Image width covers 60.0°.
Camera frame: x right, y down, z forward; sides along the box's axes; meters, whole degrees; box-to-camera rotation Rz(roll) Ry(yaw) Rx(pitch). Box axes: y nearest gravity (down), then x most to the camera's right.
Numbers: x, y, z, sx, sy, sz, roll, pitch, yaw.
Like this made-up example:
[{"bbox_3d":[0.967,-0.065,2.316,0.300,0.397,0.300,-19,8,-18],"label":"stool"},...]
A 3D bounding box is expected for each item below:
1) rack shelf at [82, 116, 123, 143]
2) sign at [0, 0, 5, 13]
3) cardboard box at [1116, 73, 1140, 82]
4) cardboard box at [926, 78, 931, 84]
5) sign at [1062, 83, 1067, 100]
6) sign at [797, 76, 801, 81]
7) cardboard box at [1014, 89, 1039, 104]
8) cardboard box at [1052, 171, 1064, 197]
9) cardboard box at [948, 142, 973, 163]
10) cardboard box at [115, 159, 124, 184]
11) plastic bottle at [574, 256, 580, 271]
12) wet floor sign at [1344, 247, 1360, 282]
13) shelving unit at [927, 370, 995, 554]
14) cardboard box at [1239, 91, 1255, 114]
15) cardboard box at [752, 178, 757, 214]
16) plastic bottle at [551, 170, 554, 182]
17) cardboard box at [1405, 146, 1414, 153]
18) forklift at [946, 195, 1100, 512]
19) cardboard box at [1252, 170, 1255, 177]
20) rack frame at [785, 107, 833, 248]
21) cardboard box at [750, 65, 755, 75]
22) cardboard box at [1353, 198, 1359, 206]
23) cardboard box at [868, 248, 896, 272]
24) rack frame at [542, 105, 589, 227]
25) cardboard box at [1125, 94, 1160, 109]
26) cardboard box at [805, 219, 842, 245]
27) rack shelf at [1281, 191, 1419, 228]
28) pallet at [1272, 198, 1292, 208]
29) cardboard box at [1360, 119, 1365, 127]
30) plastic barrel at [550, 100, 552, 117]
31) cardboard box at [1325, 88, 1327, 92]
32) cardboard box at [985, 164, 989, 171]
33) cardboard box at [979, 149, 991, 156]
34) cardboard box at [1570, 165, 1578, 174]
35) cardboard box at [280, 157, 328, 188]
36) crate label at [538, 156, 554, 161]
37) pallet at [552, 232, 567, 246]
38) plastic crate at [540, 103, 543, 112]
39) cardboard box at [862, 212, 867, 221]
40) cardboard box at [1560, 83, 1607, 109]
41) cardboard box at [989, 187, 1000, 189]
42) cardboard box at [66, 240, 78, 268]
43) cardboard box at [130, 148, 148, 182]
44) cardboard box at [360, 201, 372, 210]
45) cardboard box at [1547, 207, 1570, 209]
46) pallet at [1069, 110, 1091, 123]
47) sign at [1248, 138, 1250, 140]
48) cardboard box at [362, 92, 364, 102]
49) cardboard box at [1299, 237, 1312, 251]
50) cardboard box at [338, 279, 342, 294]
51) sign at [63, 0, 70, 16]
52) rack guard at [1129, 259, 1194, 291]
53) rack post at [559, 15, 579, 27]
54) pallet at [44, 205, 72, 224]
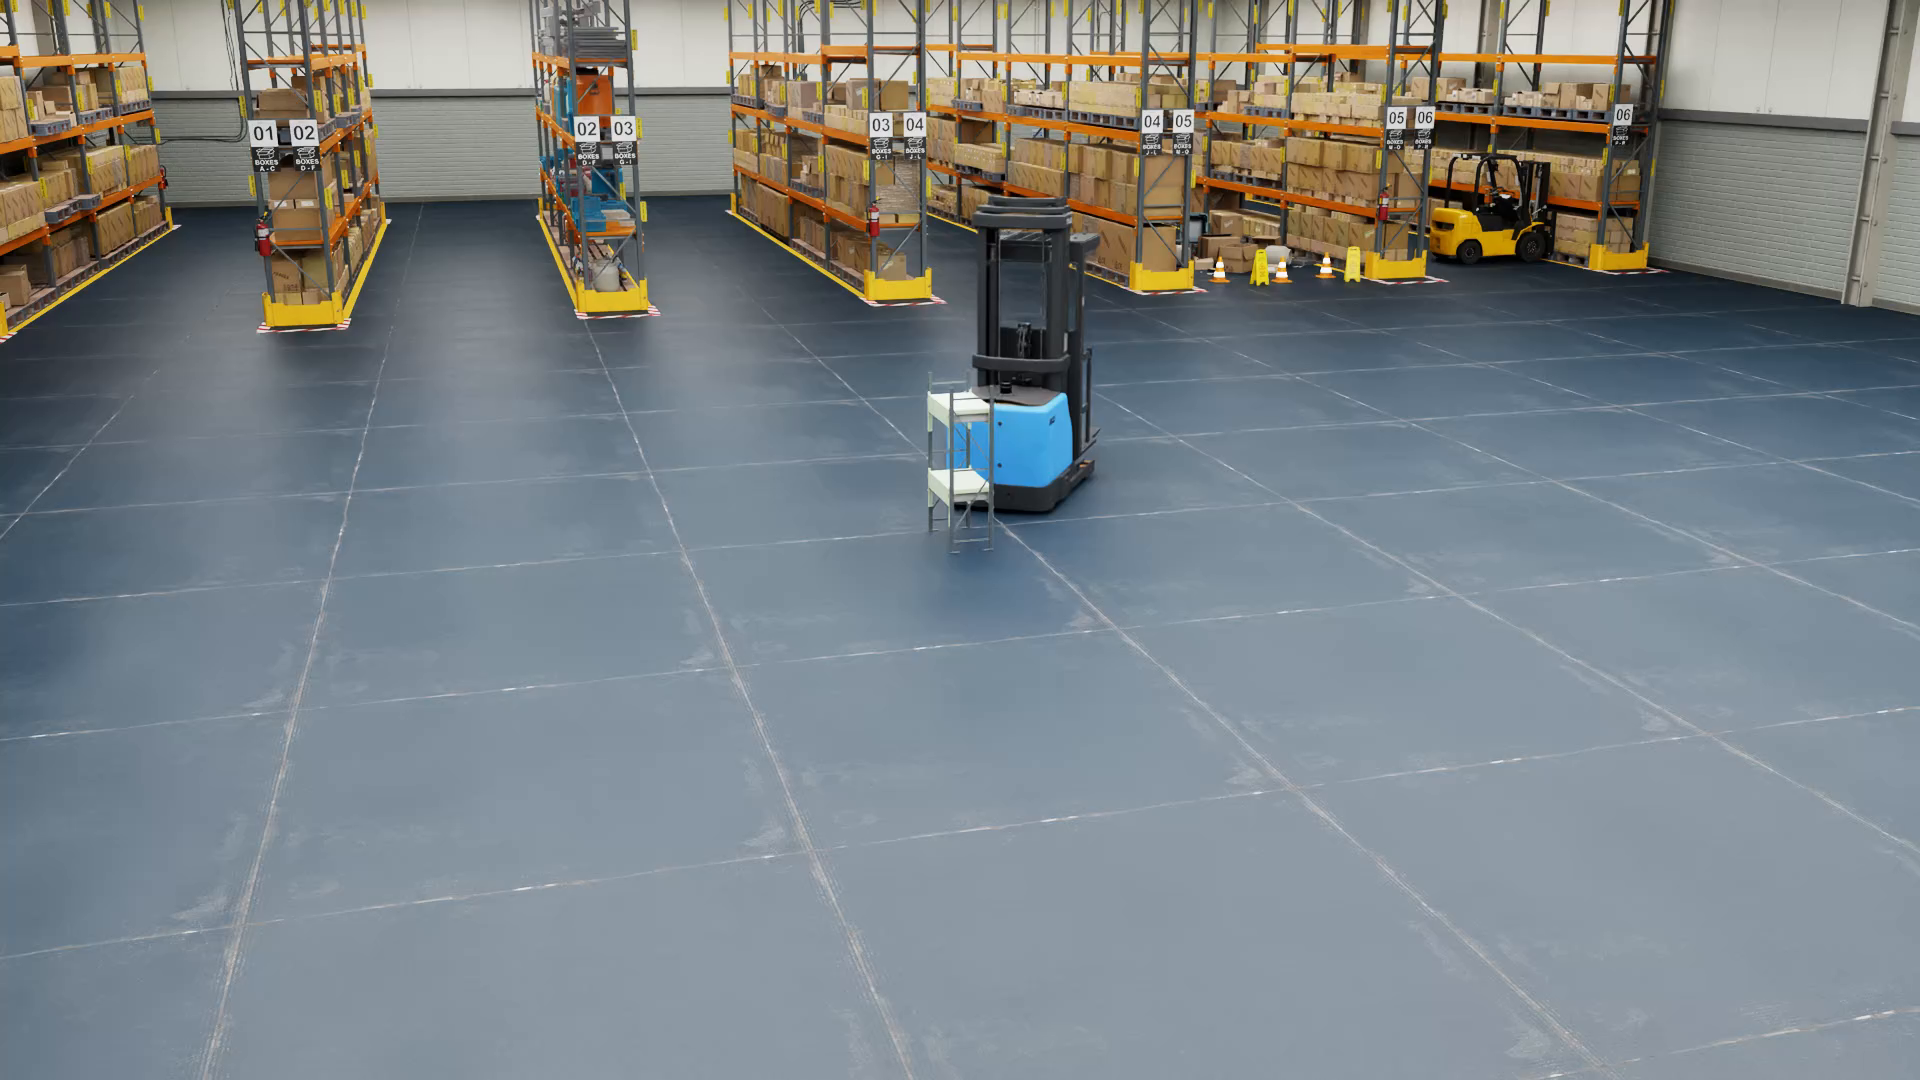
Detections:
[{"bbox_3d":[-18.118,-8.416,34.089,1.077,0.370,4.000,-5,17,-15],"label":"rack shelf"},{"bbox_3d":[-18.101,-10.122,31.406,0.100,0.325,0.005,-5,17,-15],"label":"sign"},{"bbox_3d":[4.459,-12.106,44.045,0.500,0.500,0.500,-4,17,-14],"label":"cardboard box"},{"bbox_3d":[-0.689,-11.990,43.436,0.380,0.149,0.250,-4,17,-14],"label":"cardboard box"},{"bbox_3d":[2.096,-8.992,33.313,0.100,0.325,0.005,-5,17,-15],"label":"sign"},{"bbox_3d":[-3.861,-10.932,39.771,0.100,0.325,0.005,-5,17,-15],"label":"sign"},{"bbox_3d":[1.503,-9.735,36.481,0.500,0.311,0.500,-5,17,-15],"label":"cardboard box"},{"bbox_3d":[2.215,-7.374,34.411,0.500,0.500,0.500,-5,17,-16],"label":"cardboard box"},{"bbox_3d":[0.012,-9.718,41.696,0.500,0.500,0.500,-5,17,-15],"label":"cardboard box"},{"bbox_3d":[-18.149,-7.829,35.373,0.500,0.500,0.500,-5,17,-15],"label":"cardboard box"},{"bbox_3d":[-7.069,-5.081,30.791,0.144,0.351,0.185,-5,18,-18],"label":"plastic bottle"},{"bbox_3d":[7.469,-5.251,31.610,0.267,0.644,0.232,1,17,4],"label":"wet floor sign"},{"bbox_3d":[0.002,-0.716,15.028,0.431,1.500,0.755,-5,17,-15],"label":"shelving unit"},{"bbox_3d":[6.694,-9.795,37.252,0.797,0.503,0.637,-5,17,-15],"label":"cardboard box"},{"bbox_3d":[-4.732,-8.673,41.873,0.875,0.875,0.875,-5,17,-15],"label":"cardboard box"},{"bbox_3d":[-9.275,-8.305,37.908,0.097,0.271,0.097,0,17,0],"label":"plastic bottle"},{"bbox_3d":[10.823,-9.369,39.926,0.380,0.149,0.250,-4,17,-14],"label":"cardboard box"},{"bbox_3d":[0.784,-2.058,17.007,1.130,2.935,3.031,5,18,17],"label":"forklift"},{"bbox_3d":[6.673,-8.107,36.732,0.380,0.149,0.250,-5,17,-15],"label":"cardboard box"},{"bbox_3d":[-3.281,-7.945,36.487,1.000,3.000,0.127,-5,17,-15],"label":"rack frame"},{"bbox_3d":[-4.934,-11.691,41.362,0.500,0.250,0.500,-5,18,-17],"label":"cardboard box"},{"bbox_3d":[7.911,-6.616,32.498,0.380,0.149,0.250,-5,17,-16],"label":"cardboard box"},{"bbox_3d":[-1.435,-5.073,30.540,0.500,0.500,0.500,0,17,-1],"label":"cardboard box"},{"bbox_3d":[-9.142,-8.660,38.866,1.000,3.000,0.127,-5,17,-15],"label":"rack frame"},{"bbox_3d":[3.311,-7.966,30.182,0.500,0.250,0.500,-4,17,-15],"label":"cardboard box"},{"bbox_3d":[-2.913,-6.623,35.664,0.700,0.500,0.500,-6,18,-20],"label":"cardboard box"},{"bbox_3d":[7.896,-6.725,33.673,1.077,0.370,4.000,-5,17,-15],"label":"rack shelf"},{"bbox_3d":[9.393,-9.421,46.248,1.003,0.211,1.213,-5,17,-15],"label":"pallet"},{"bbox_3d":[7.939,-8.051,32.062,0.380,0.149,0.250,-4,17,-14],"label":"cardboard box"},{"bbox_3d":[-8.252,-8.934,34.369,0.421,0.512,0.421,0,17,0],"label":"plastic barrel"},{"bbox_3d":[9.657,-11.606,42.991,0.380,0.149,0.250,-5,17,-15],"label":"cardboard box"},{"bbox_3d":[0.801,-8.630,38.474,0.380,0.149,0.250,-4,17,-14],"label":"cardboard box"},{"bbox_3d":[0.664,-9.057,38.861,0.380,0.149,0.250,-5,17,-15],"label":"cardboard box"},{"bbox_3d":[12.684,-7.556,33.890,0.380,0.149,0.250,-5,17,-16],"label":"cardboard box"},{"bbox_3d":[-11.303,-6.325,28.665,0.700,0.500,0.500,-5,17,-15],"label":"cardboard box"},{"bbox_3d":[-10.490,-9.621,42.251,0.416,0.233,0.303,-5,17,-15],"label":"crate label"},{"bbox_3d":[-8.632,-6.770,37.421,1.003,0.211,1.213,-5,17,-15],"label":"pallet"},{"bbox_3d":[-9.550,-10.089,38.776,0.450,0.188,0.662,-5,17,-15],"label":"plastic crate"},{"bbox_3d":[-1.546,-5.809,29.811,0.380,0.149,0.250,-5,17,-15],"label":"cardboard box"},{"bbox_3d":[12.676,-9.037,33.830,0.700,0.500,0.500,-5,17,-15],"label":"cardboard box"},{"bbox_3d":[0.993,-8.450,40.478,0.500,0.250,0.500,-4,17,-13],"label":"cardboard box"},{"bbox_3d":[-17.291,-5.437,31.718,0.700,0.500,0.500,-5,17,-15],"label":"cardboard box"},{"bbox_3d":[-19.206,-8.575,38.061,0.980,0.700,0.700,-6,18,-18],"label":"cardboard box"},{"bbox_3d":[-14.427,-7.804,39.591,0.797,0.503,0.637,-5,17,-15],"label":"cardboard box"},{"bbox_3d":[12.719,-6.978,35.579,0.500,0.250,0.500,-5,17,-15],"label":"cardboard box"},{"bbox_3d":[2.830,-8.370,32.841,1.003,0.211,1.213,-5,17,-15],"label":"pallet"},{"bbox_3d":[6.767,-9.291,39.091,0.100,0.325,0.005,-5,17,-15],"label":"sign"},{"bbox_3d":[-13.940,-10.166,38.057,0.500,0.250,0.500,-5,17,-15],"label":"cardboard box"},{"bbox_3d":[7.407,-6.175,34.644,0.500,0.250,0.500,-4,17,-12],"label":"cardboard box"},{"bbox_3d":[-10.820,-4.277,28.324,0.500,0.250,0.500,-5,17,-15],"label":"cardboard box"},{"bbox_3d":[-17.050,-10.175,31.719,0.100,0.325,0.005,-5,17,-15],"label":"sign"},{"bbox_3d":[3.721,-4.893,30.670,1.175,0.500,0.348,-5,17,-15],"label":"rack guard"},{"bbox_3d":[-8.351,-10.882,34.937,0.624,0.289,0.986,-5,17,-15],"label":"rack post"},{"bbox_3d":[-16.540,-5.795,29.662,1.003,0.211,1.213,-5,17,-15],"label":"pallet"}]
